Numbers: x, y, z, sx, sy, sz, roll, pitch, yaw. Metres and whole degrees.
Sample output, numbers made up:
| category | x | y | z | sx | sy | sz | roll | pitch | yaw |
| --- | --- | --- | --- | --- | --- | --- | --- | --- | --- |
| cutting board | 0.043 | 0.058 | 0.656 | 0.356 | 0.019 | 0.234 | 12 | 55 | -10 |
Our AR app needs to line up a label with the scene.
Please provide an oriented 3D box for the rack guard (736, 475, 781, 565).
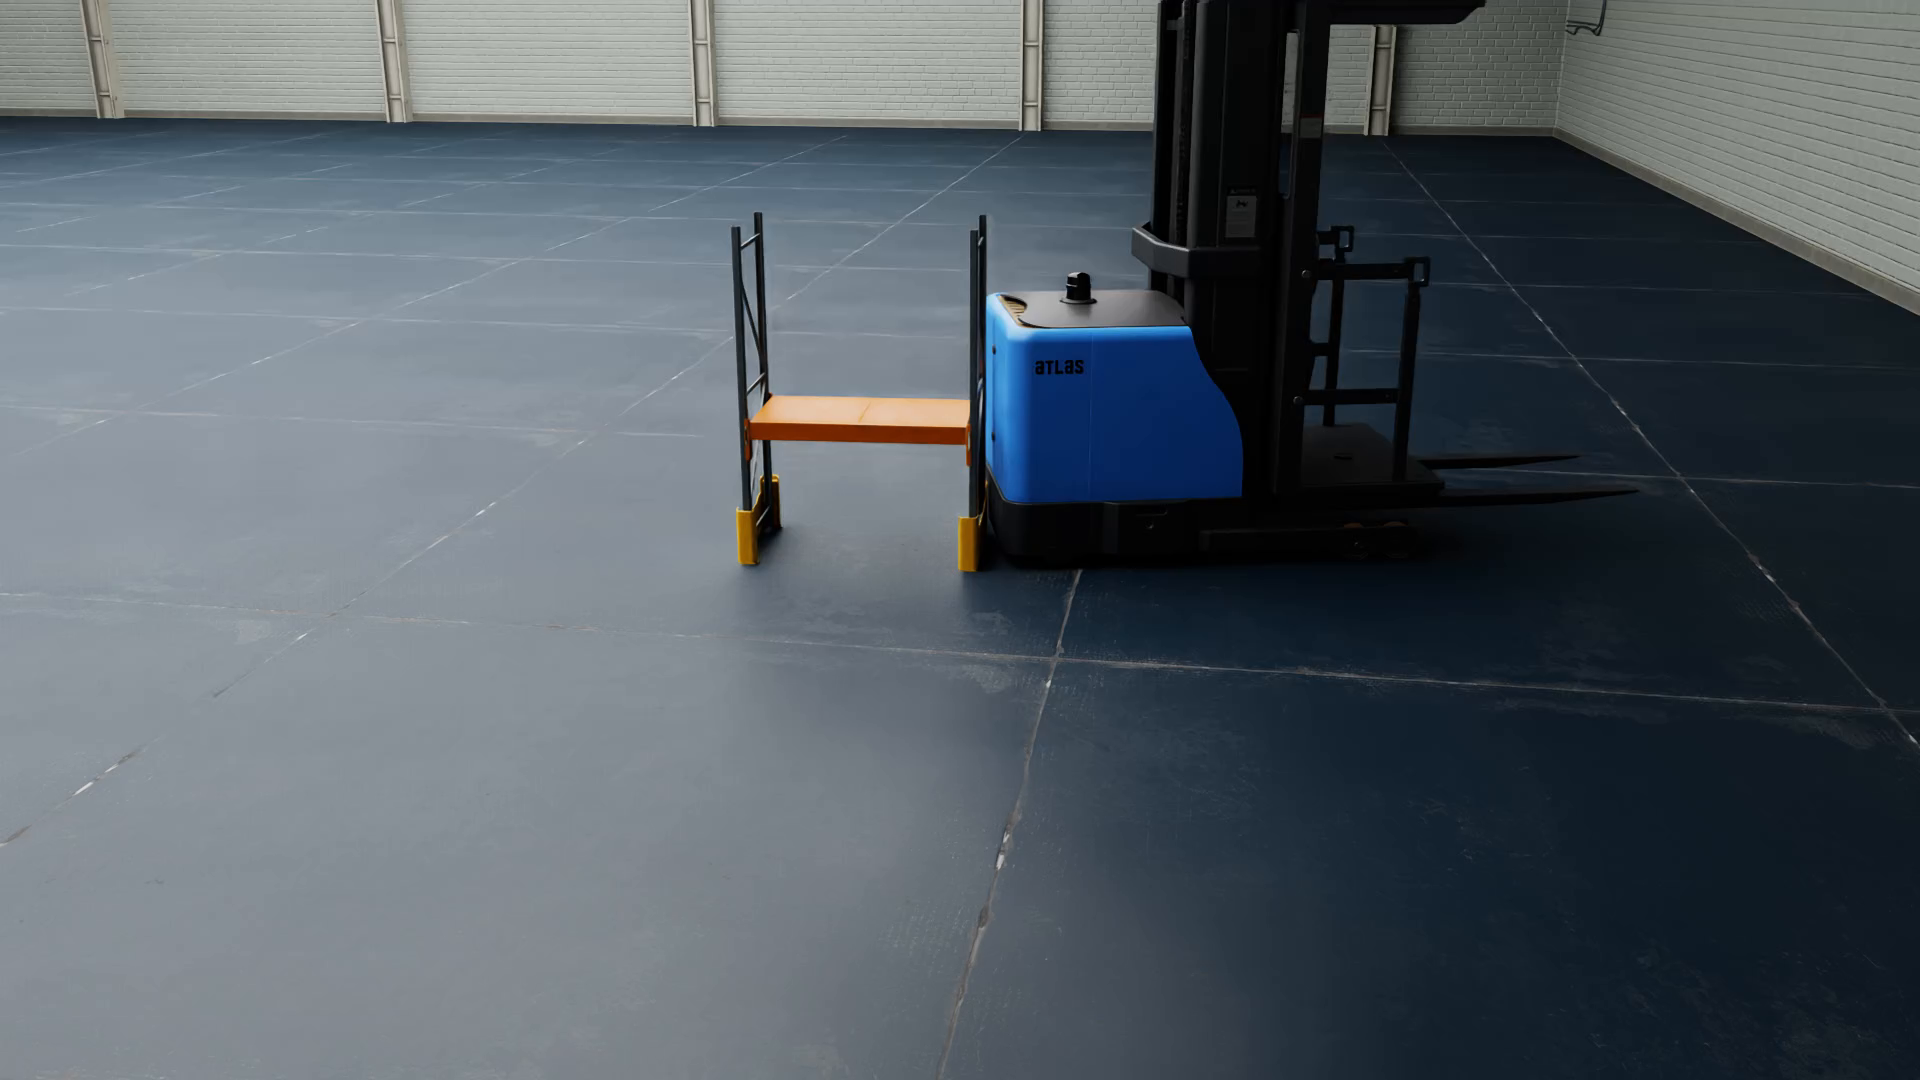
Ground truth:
| category | x | y | z | sx | sy | sz | roll | pitch | yaw |
| --- | --- | --- | --- | --- | --- | --- | --- | --- | --- |
| rack guard | -0.930 | -0.100 | 7.708 | 0.087 | 0.250 | 0.587 | 2 | 19 | 5 |

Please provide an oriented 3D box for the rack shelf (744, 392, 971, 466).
| category | x | y | z | sx | sy | sz | roll | pitch | yaw |
| --- | --- | --- | --- | --- | --- | --- | --- | --- | --- |
| rack shelf | -0.425 | -0.507 | 7.521 | 1.000 | 0.185 | 0.538 | 2 | 19 | 5 |

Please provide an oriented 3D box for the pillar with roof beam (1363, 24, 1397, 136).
| category | x | y | z | sx | sy | sz | roll | pitch | yaw |
| --- | --- | --- | --- | --- | --- | --- | --- | --- | --- |
| pillar with roof beam | 6.505 | -9.927 | 23.291 | 0.400 | 9.000 | 9.100 | 3 | 19 | 9 |

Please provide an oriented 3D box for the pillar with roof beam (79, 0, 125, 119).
| category | x | y | z | sx | sy | sz | roll | pitch | yaw |
| --- | --- | --- | --- | --- | --- | --- | --- | --- | --- |
| pillar with roof beam | -17.191 | -11.135 | 26.901 | 0.400 | 9.000 | 9.100 | 3 | 19 | 9 |

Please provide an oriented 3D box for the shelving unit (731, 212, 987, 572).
| category | x | y | z | sx | sy | sz | roll | pitch | yaw |
| --- | --- | --- | --- | --- | --- | --- | --- | --- | --- |
| shelving unit | -0.434 | -0.678 | 7.464 | 1.083 | 1.500 | 0.587 | 2 | 19 | 5 |

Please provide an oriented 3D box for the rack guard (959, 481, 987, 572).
| category | x | y | z | sx | sy | sz | roll | pitch | yaw |
| --- | --- | --- | --- | --- | --- | --- | --- | --- | --- |
| rack guard | 0.062 | -0.070 | 7.618 | 0.087 | 0.250 | 0.587 | 2 | 19 | 5 |

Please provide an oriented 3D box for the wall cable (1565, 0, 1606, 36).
| category | x | y | z | sx | sy | sz | roll | pitch | yaw |
| --- | --- | --- | --- | --- | --- | --- | --- | --- | --- |
| wall cable | 9.887 | -9.241 | 26.133 | 0.112 | 2.526 | 3.097 | 3 | 19 | 9 |

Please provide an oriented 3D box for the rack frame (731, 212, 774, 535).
| category | x | y | z | sx | sy | sz | roll | pitch | yaw |
| --- | --- | --- | --- | --- | --- | --- | --- | --- | --- |
| rack frame | -0.931 | -0.693 | 7.509 | 0.032 | 1.500 | 0.500 | 2 | 19 | 5 |

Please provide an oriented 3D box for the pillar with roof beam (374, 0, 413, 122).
| category | x | y | z | sx | sy | sz | roll | pitch | yaw |
| --- | --- | --- | --- | --- | --- | --- | --- | --- | --- |
| pillar with roof beam | -11.267 | -10.833 | 25.998 | 0.400 | 9.000 | 9.100 | 3 | 19 | 9 |

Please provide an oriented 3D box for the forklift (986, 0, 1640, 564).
| category | x | y | z | sx | sy | sz | roll | pitch | yaw |
| --- | --- | --- | --- | --- | --- | --- | --- | --- | --- |
| forklift | 1.648 | -1.464 | 7.560 | 3.031 | 2.935 | 1.130 | -2 | 19 | -6 |

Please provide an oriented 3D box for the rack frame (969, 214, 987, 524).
| category | x | y | z | sx | sy | sz | roll | pitch | yaw |
| --- | --- | --- | --- | --- | --- | --- | --- | --- | --- |
| rack frame | 0.081 | -0.662 | 7.418 | 0.032 | 1.500 | 0.500 | 2 | 19 | 5 |

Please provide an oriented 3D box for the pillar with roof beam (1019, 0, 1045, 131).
| category | x | y | z | sx | sy | sz | roll | pitch | yaw |
| --- | --- | --- | --- | --- | --- | --- | --- | --- | --- |
| pillar with roof beam | 0.581 | -10.229 | 24.193 | 0.400 | 9.000 | 9.100 | 3 | 19 | 9 |

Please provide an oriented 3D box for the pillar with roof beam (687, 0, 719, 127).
| category | x | y | z | sx | sy | sz | roll | pitch | yaw |
| --- | --- | --- | --- | --- | --- | --- | --- | --- | --- |
| pillar with roof beam | -5.343 | -10.531 | 25.096 | 0.400 | 9.000 | 9.100 | 3 | 19 | 9 |
